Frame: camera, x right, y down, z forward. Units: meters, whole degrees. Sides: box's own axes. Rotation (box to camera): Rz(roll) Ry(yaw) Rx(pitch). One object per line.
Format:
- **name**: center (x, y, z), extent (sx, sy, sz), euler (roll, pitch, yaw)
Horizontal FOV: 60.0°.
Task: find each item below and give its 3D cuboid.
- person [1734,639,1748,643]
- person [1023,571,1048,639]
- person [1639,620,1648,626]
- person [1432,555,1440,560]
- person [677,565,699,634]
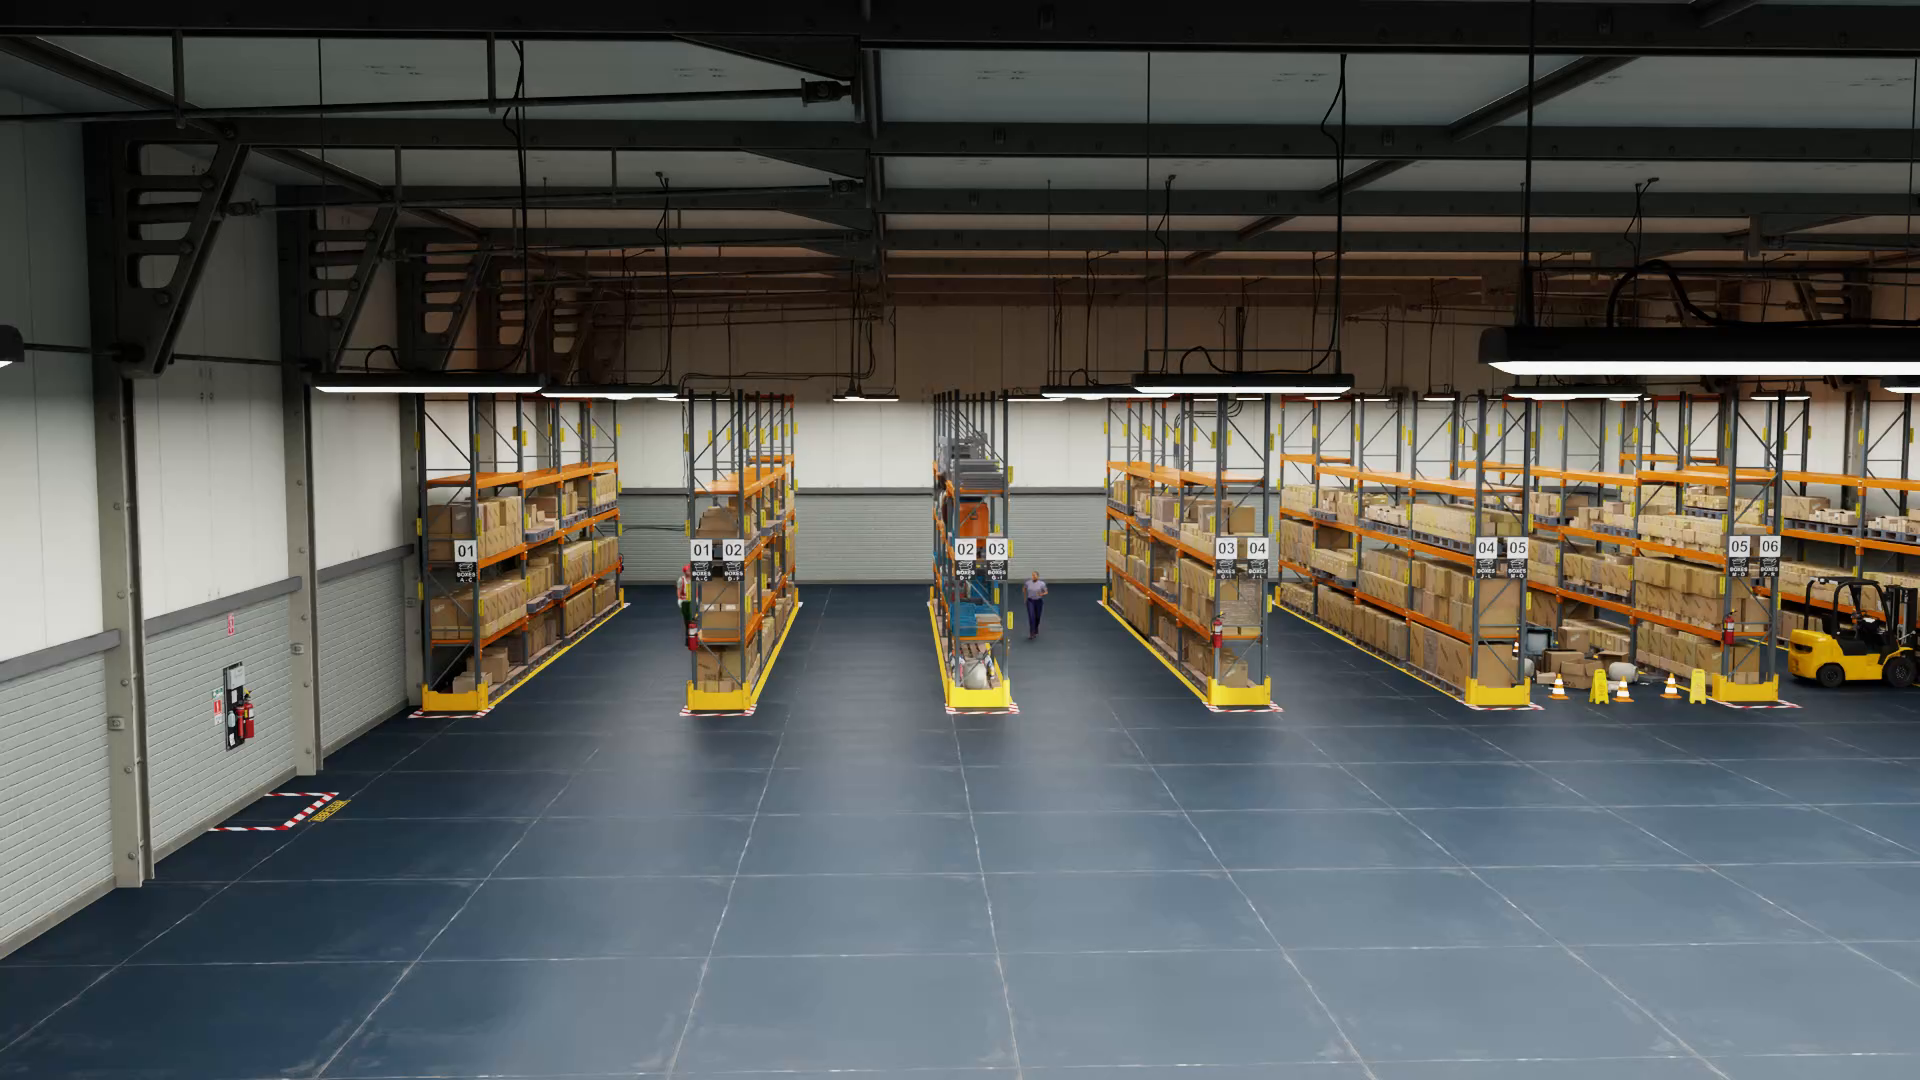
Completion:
- **person**: center (17.020, 1.877, 36.430), extent (0.607, 1.766, 0.604), euler (4, 6, 40)
- **person**: center (1.860, 1.563, 40.795), extent (0.612, 1.594, 1.028), euler (0, 5, -2)
- **person**: center (17.780, 1.373, 43.070), extent (0.387, 1.686, 0.477), euler (1, 5, 17)
- **person**: center (12.543, 1.253, 44.010), extent (0.468, 1.784, 0.632), euler (1, 5, 8)
- **person**: center (-6.697, 1.501, 40.864), extent (0.518, 1.749, 0.994), euler (0, 5, -3)
